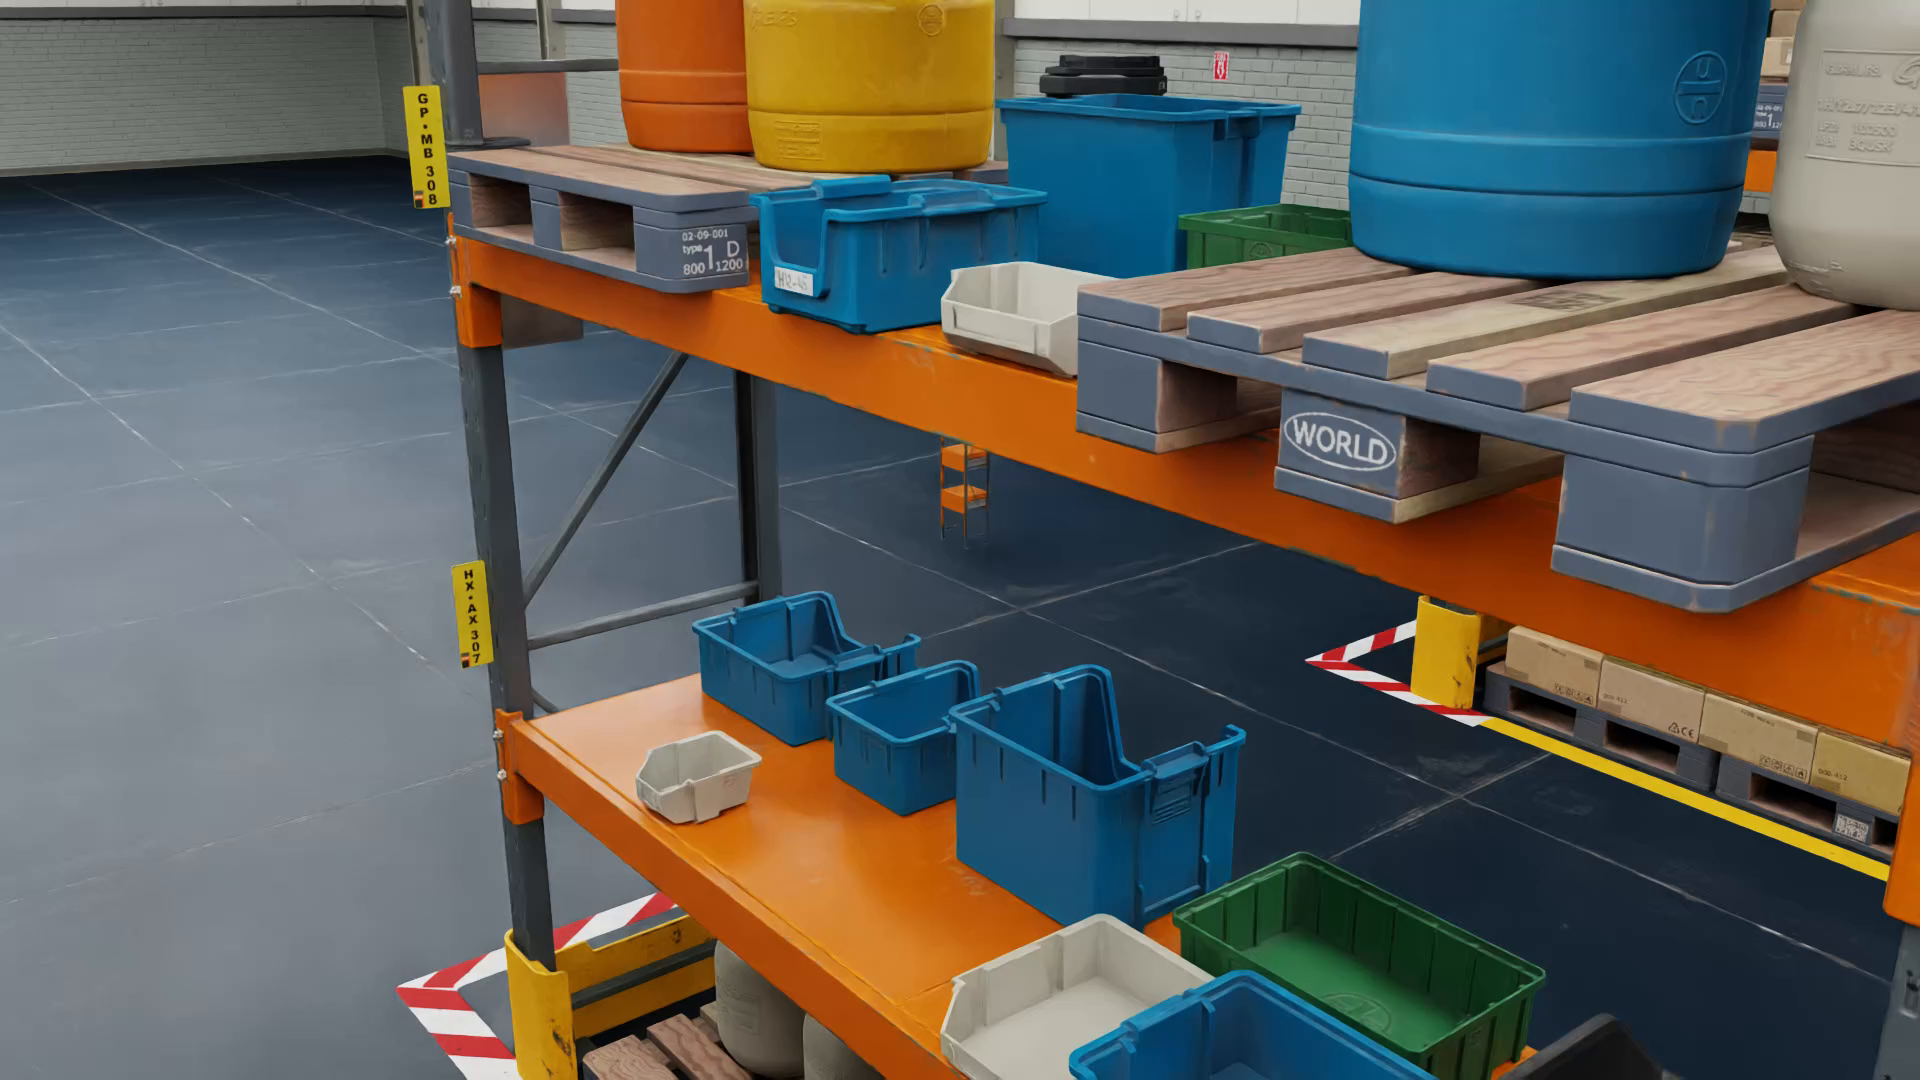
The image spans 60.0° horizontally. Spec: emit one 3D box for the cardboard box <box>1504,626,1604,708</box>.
[{"bbox_3d":[3.020,0.564,8.094,0.500,0.250,0.500,-14,23,-36],"label":"cardboard box"}]

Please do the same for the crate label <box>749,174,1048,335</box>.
[{"bbox_3d":[-0.121,-0.579,3.305,0.502,0.251,0.408,-14,23,-36],"label":"crate label"}]

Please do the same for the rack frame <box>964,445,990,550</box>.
[{"bbox_3d":[0.109,-0.455,10.567,0.200,1.050,0.008,-14,23,-36],"label":"rack frame"}]

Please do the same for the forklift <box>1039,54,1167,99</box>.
[{"bbox_3d":[1.299,-2.457,13.620,1.130,2.935,3.031,7,20,20],"label":"forklift"}]

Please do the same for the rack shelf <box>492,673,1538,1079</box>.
[{"bbox_3d":[0.218,1.083,3.966,1.077,0.370,4.000,-14,23,-36],"label":"rack shelf"}]

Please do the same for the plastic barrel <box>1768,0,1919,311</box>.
[{"bbox_3d":[1.346,-0.587,2.245,0.421,0.512,0.421,0,18,0],"label":"plastic barrel"}]

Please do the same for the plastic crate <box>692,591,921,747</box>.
[{"bbox_3d":[-0.478,0.384,5.168,0.499,0.251,0.616,-14,23,-36],"label":"plastic crate"}]

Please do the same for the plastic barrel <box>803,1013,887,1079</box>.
[{"bbox_3d":[-0.244,1.501,4.848,0.421,0.512,0.421,0,18,0],"label":"plastic barrel"}]

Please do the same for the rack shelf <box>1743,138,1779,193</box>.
[{"bbox_3d":[4.103,-1.307,6.411,1.077,0.370,4.000,-14,23,-36],"label":"rack shelf"}]

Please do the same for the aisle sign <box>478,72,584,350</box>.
[{"bbox_3d":[-1.298,-0.946,4.813,0.394,0.787,0.004,-14,23,-36],"label":"aisle sign"}]

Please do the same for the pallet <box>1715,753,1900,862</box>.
[{"bbox_3d":[4.122,1.087,7.244,1.003,0.211,1.213,-14,23,-36],"label":"pallet"}]

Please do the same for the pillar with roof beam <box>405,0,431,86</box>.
[{"bbox_3d":[-14.146,-11.082,30.014,9.100,9.000,0.400,-14,23,-36],"label":"pillar with roof beam"}]

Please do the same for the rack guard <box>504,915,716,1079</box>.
[{"bbox_3d":[-0.940,1.444,5.705,1.175,0.500,0.348,-14,23,-36],"label":"rack guard"}]

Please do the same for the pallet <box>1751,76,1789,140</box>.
[{"bbox_3d":[3.280,-1.920,7.259,1.003,0.211,1.213,-14,23,-36],"label":"pallet"}]

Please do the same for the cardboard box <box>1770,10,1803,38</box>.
[{"bbox_3d":[3.783,-2.104,7.020,0.500,0.250,0.500,-14,23,-36],"label":"cardboard box"}]

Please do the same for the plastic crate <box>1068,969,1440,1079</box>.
[{"bbox_3d":[0.560,1.085,3.051,0.499,0.251,0.616,-14,23,-36],"label":"plastic crate"}]

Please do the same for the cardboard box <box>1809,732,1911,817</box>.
[{"bbox_3d":[3.950,0.934,6.977,0.500,0.250,0.500,-14,23,-36],"label":"cardboard box"}]

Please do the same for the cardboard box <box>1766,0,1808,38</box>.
[{"bbox_3d":[3.215,-2.314,7.252,0.797,0.503,0.637,-12,22,-32],"label":"cardboard box"}]

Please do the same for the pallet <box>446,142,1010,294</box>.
[{"bbox_3d":[-0.587,-0.863,4.226,1.003,0.211,1.213,-14,23,-36],"label":"pallet"}]

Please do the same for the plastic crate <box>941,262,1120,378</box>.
[{"bbox_3d":[0.146,-0.382,2.890,0.243,0.136,0.396,-14,23,-36],"label":"plastic crate"}]

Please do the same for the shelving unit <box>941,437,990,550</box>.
[{"bbox_3d":[0.033,-0.485,10.658,0.215,1.050,0.252,-14,23,-36],"label":"shelving unit"}]

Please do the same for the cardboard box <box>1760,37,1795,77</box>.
[{"bbox_3d":[3.454,-1.964,6.758,0.380,0.149,0.250,-14,23,-36],"label":"cardboard box"}]

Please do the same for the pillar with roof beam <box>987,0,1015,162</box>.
[{"bbox_3d":[-2.970,-6.646,16.619,9.100,9.000,0.400,-14,23,-36],"label":"pillar with roof beam"}]

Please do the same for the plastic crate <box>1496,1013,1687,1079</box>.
[{"bbox_3d":[1.234,1.110,2.839,0.767,0.338,0.504,-14,23,-36],"label":"plastic crate"}]

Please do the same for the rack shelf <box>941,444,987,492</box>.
[{"bbox_3d":[0.033,-0.475,10.661,0.215,0.259,0.240,-14,23,-36],"label":"rack shelf"}]

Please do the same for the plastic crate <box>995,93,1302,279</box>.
[{"bbox_3d":[0.396,-0.757,3.630,0.392,0.384,0.575,-14,23,-36],"label":"plastic crate"}]

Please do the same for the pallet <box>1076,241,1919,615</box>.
[{"bbox_3d":[0.935,-0.259,2.402,1.213,0.211,1.003,-14,23,-36],"label":"pallet"}]

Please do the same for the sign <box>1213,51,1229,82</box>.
[{"bbox_3d":[2.698,-4.898,17.196,0.001,0.298,0.199,-14,23,-36],"label":"sign"}]

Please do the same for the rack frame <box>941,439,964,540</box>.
[{"bbox_3d":[-0.043,-0.515,10.748,0.200,1.050,0.008,-14,23,-36],"label":"rack frame"}]

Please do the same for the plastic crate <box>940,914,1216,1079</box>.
[{"bbox_3d":[0.253,1.008,3.465,0.530,0.136,0.437,-14,23,-36],"label":"plastic crate"}]

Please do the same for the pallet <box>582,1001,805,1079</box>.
[{"bbox_3d":[-0.439,1.783,5.143,1.003,0.211,1.213,-14,23,-36],"label":"pallet"}]

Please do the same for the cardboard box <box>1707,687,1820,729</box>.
[{"bbox_3d":[3.653,0.451,7.240,0.500,0.500,0.500,-14,23,-36],"label":"cardboard box"}]

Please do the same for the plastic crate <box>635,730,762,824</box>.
[{"bbox_3d":[-0.720,0.657,4.527,0.298,0.136,0.250,-14,23,-36],"label":"plastic crate"}]

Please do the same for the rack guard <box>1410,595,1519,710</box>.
[{"bbox_3d":[2.847,0.463,8.669,1.175,0.500,0.348,-14,23,-36],"label":"rack guard"}]

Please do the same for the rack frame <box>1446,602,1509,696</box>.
[{"bbox_3d":[2.861,-0.718,8.258,1.000,3.000,0.127,-14,23,-36],"label":"rack frame"}]

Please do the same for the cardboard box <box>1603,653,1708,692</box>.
[{"bbox_3d":[3.332,0.331,7.605,0.500,0.500,0.500,-14,23,-36],"label":"cardboard box"}]

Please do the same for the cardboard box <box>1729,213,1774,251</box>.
[{"bbox_3d":[3.505,-1.122,7.256,0.700,0.500,0.500,-15,23,-38],"label":"cardboard box"}]

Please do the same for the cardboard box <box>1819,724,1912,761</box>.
[{"bbox_3d":[3.949,0.578,6.858,0.500,0.500,0.500,-14,23,-36],"label":"cardboard box"}]

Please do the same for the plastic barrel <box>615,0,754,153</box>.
[{"bbox_3d":[-0.622,-1.484,4.449,0.600,0.830,0.708,-14,23,-36],"label":"plastic barrel"}]

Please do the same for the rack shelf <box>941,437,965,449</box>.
[{"bbox_3d":[0.033,-0.745,10.572,0.215,0.259,0.240,-14,23,-36],"label":"rack shelf"}]

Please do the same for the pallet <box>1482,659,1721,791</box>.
[{"bbox_3d":[3.369,0.786,8.152,1.003,0.211,1.213,-14,23,-36],"label":"pallet"}]

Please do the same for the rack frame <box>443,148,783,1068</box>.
[{"bbox_3d":[-1.024,0.248,5.341,1.000,3.000,0.127,-14,23,-36],"label":"rack frame"}]

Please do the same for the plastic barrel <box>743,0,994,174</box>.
[{"bbox_3d":[-0.216,-1.208,4.000,0.600,0.588,0.600,0,18,0],"label":"plastic barrel"}]

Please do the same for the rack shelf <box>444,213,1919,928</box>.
[{"bbox_3d":[0.218,-0.341,3.494,1.077,0.370,4.000,-14,23,-36],"label":"rack shelf"}]

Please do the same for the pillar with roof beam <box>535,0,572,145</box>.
[{"bbox_3d":[-10.421,-9.603,25.549,9.100,9.000,0.400,-14,23,-36],"label":"pillar with roof beam"}]

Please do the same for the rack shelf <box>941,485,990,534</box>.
[{"bbox_3d":[0.033,-0.211,10.748,0.215,0.259,0.240,-14,23,-36],"label":"rack shelf"}]

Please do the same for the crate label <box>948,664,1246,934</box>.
[{"bbox_3d":[0.331,0.632,4.125,0.502,0.435,0.616,-14,23,-36],"label":"crate label"}]

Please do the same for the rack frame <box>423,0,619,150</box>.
[{"bbox_3d":[-1.024,-2.600,4.398,1.000,3.000,0.127,-14,23,-36],"label":"rack frame"}]

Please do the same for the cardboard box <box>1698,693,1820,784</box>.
[{"bbox_3d":[3.643,0.810,7.352,0.500,0.250,0.500,-14,23,-36],"label":"cardboard box"}]

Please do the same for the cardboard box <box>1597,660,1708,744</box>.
[{"bbox_3d":[3.333,0.686,7.724,0.500,0.250,0.500,-14,23,-36],"label":"cardboard box"}]

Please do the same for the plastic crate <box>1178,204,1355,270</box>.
[{"bbox_3d":[0.694,-0.531,3.261,0.336,0.188,0.450,-14,23,-36],"label":"plastic crate"}]

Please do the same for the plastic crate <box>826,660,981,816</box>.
[{"bbox_3d":[-0.080,0.545,4.682,0.499,0.251,0.408,-14,23,-36],"label":"plastic crate"}]

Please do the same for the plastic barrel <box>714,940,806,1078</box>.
[{"bbox_3d":[-0.555,1.377,5.221,0.421,0.512,0.421,0,18,0],"label":"plastic barrel"}]

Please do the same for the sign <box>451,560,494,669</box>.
[{"bbox_3d":[-1.458,0.223,4.976,0.100,0.325,0.005,-14,23,-36],"label":"sign"}]

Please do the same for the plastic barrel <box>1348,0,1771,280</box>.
[{"bbox_3d":[0.926,-0.894,2.552,0.600,0.901,0.708,-14,23,-36],"label":"plastic barrel"}]

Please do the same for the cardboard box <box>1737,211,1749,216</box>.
[{"bbox_3d":[3.174,-1.250,7.644,0.700,0.500,0.500,-14,23,-36],"label":"cardboard box"}]

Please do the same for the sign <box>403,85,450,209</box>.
[{"bbox_3d":[-1.458,-1.074,4.547,0.100,0.325,0.005,-14,23,-36],"label":"sign"}]

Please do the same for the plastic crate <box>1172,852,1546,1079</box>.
[{"bbox_3d":[0.838,0.945,3.574,0.450,0.188,0.662,-14,23,-36],"label":"plastic crate"}]
